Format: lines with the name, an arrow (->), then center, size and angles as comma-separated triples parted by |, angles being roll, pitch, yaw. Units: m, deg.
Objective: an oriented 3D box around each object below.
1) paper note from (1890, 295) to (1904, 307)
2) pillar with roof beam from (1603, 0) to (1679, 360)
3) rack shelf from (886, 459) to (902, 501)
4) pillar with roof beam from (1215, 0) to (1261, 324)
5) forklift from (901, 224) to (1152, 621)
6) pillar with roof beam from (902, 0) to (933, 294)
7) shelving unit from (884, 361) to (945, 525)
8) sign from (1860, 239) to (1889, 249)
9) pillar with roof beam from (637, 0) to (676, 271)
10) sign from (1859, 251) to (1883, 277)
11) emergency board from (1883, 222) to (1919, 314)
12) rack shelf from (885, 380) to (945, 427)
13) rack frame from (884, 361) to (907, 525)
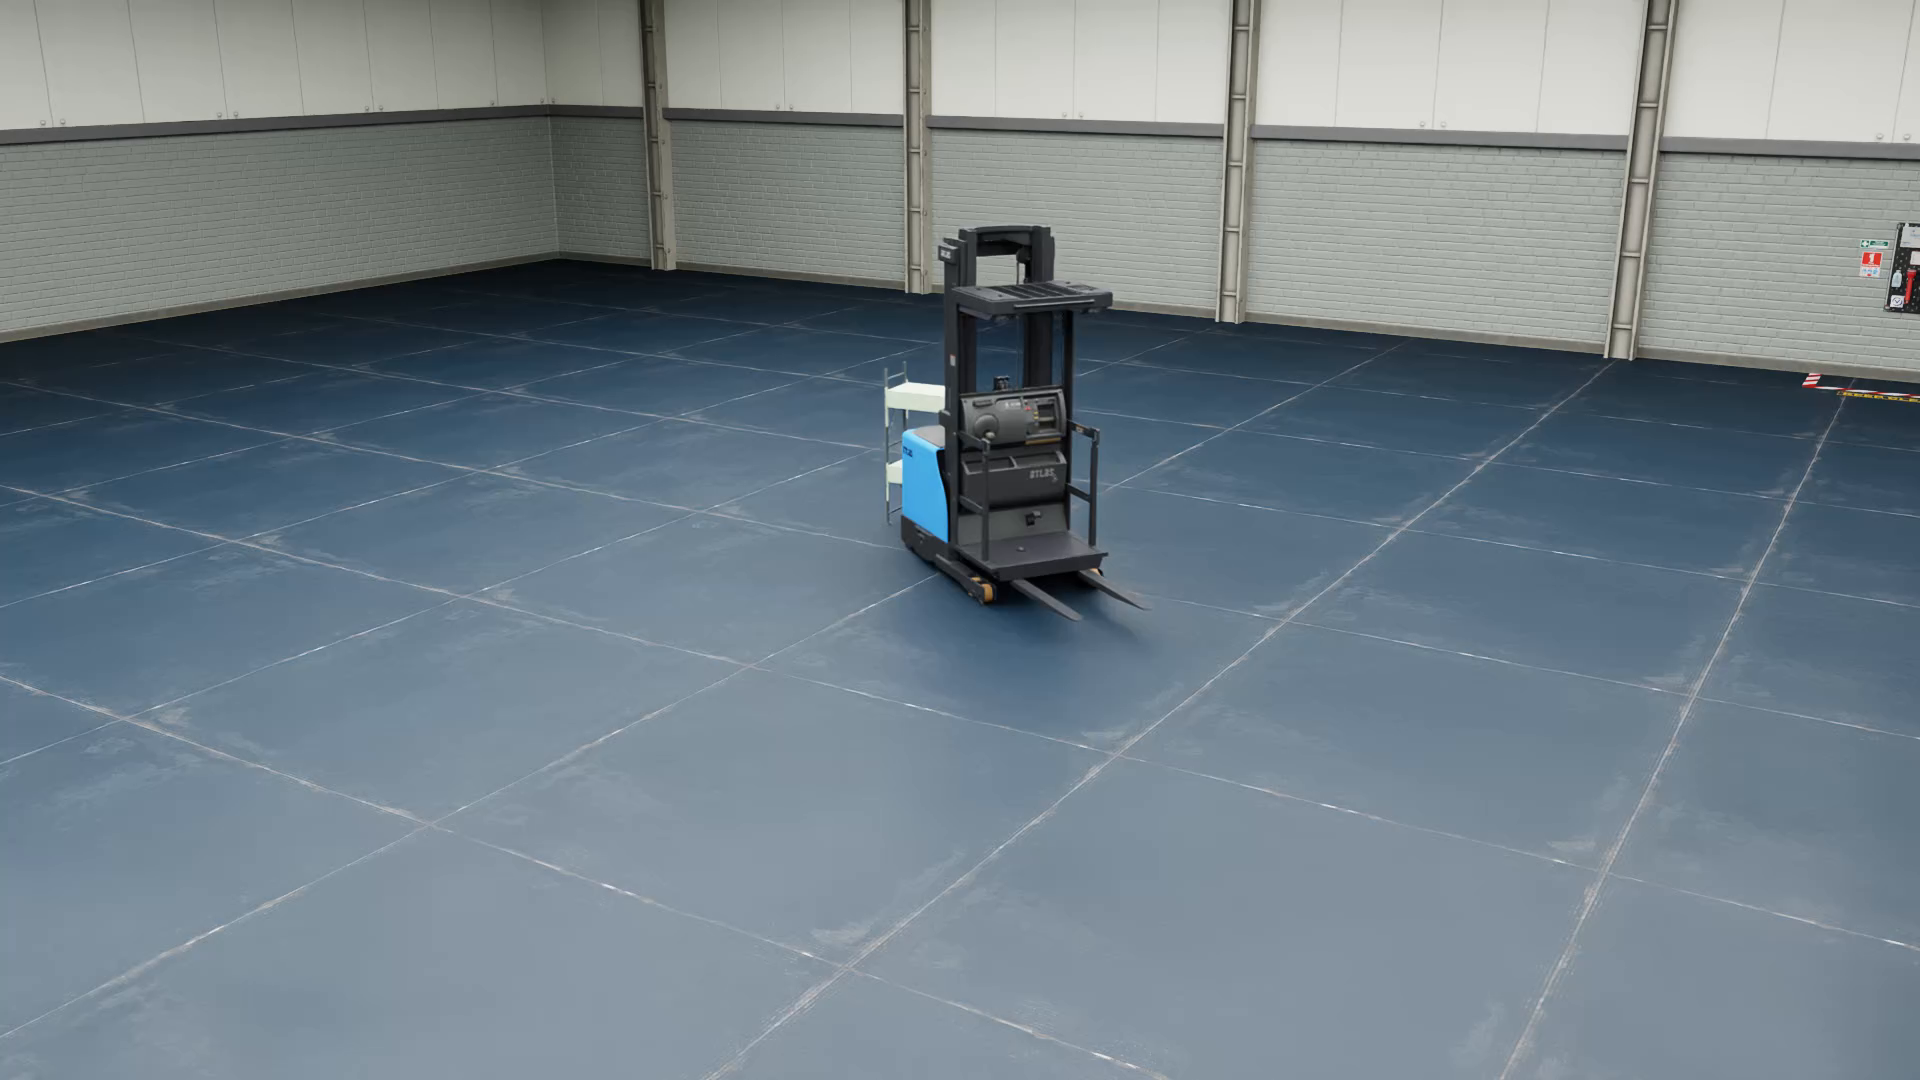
paper note -> 12.398, -3.156, 21.995 | 0.142, 0.148, 0.016 | 10, 20, 30
pillar with roof beam -> 7.233, -5.865, 19.076 | 0.400, 9.000, 9.100 | 10, 20, 30
rack shelf -> -0.276, -0.550, 15.602 | 0.720, 0.370, 0.431 | 8, 19, 25
pillar with roof beam -> 2.120, -6.778, 22.080 | 0.400, 9.000, 9.100 | 10, 20, 30
forklift -> 0.541, -1.025, 13.582 | 1.130, 2.935, 3.031 | -8, 18, -24
pillar with roof beam -> -2.993, -7.690, 25.085 | 0.400, 9.000, 9.100 | 10, 20, 30
shelving unit -> -0.276, -0.862, 15.507 | 0.755, 1.500, 0.431 | 8, 19, 25
sign -> 12.095, -3.911, 21.991 | 0.331, 0.109, 0.001 | 10, 20, 30
pillar with roof beam -> -8.106, -8.603, 28.089 | 0.400, 9.000, 9.100 | 10, 20, 30
sign -> 12.095, -3.660, 22.078 | 0.234, 0.329, 0.001 | 10, 20, 30
emergency board -> 12.513, -3.534, 21.722 | 0.643, 1.169, 0.194 | 10, 20, 30
rack shelf -> -0.276, -1.235, 15.394 | 0.720, 0.370, 0.431 | 8, 19, 25
rack frame -> -0.603, -0.909, 15.663 | 0.023, 1.500, 0.400 | 8, 19, 25
